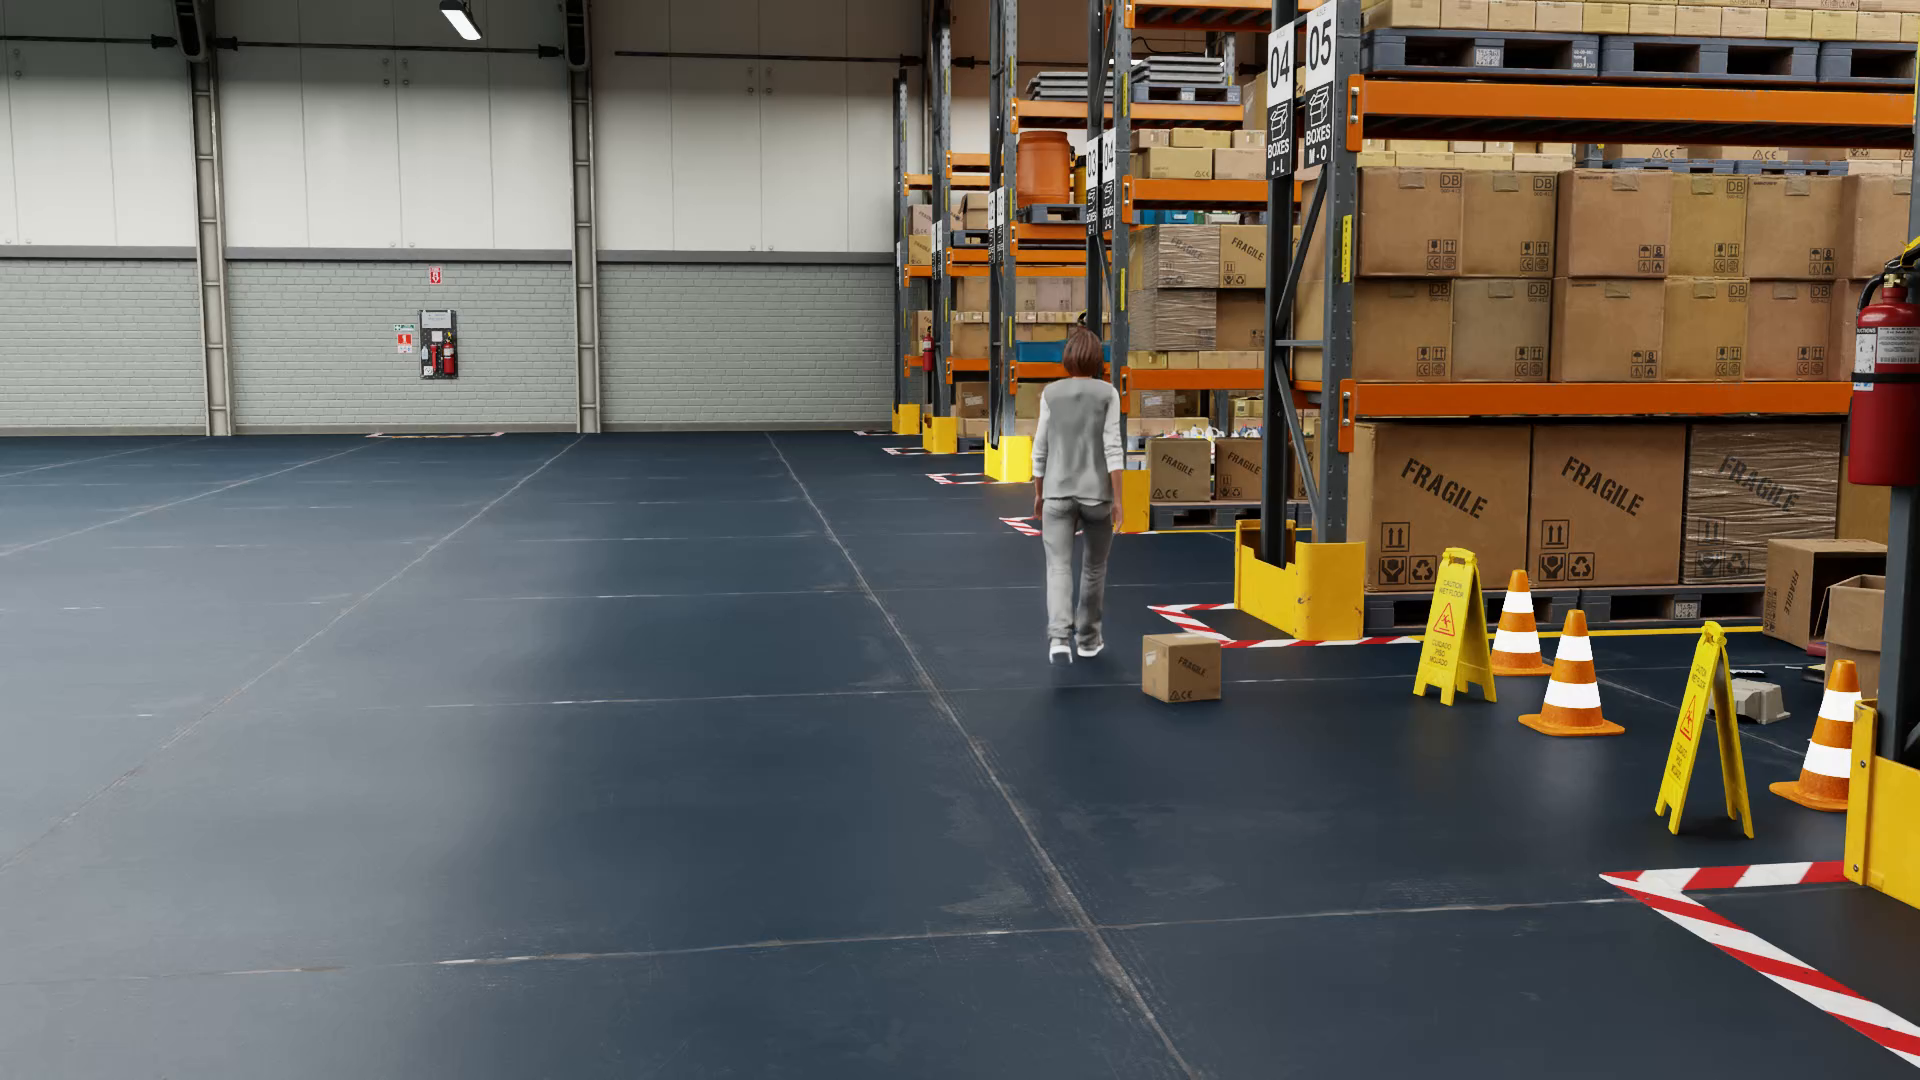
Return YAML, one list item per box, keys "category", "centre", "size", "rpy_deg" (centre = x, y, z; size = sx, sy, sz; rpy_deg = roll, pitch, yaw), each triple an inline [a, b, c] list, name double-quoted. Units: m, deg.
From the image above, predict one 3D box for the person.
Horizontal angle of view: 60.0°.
- category: "person"
  centre: [0.537, -0.191, 7.645]
  size: [0.435, 1.552, 0.942]
  rpy_deg: [1, 7, 7]
